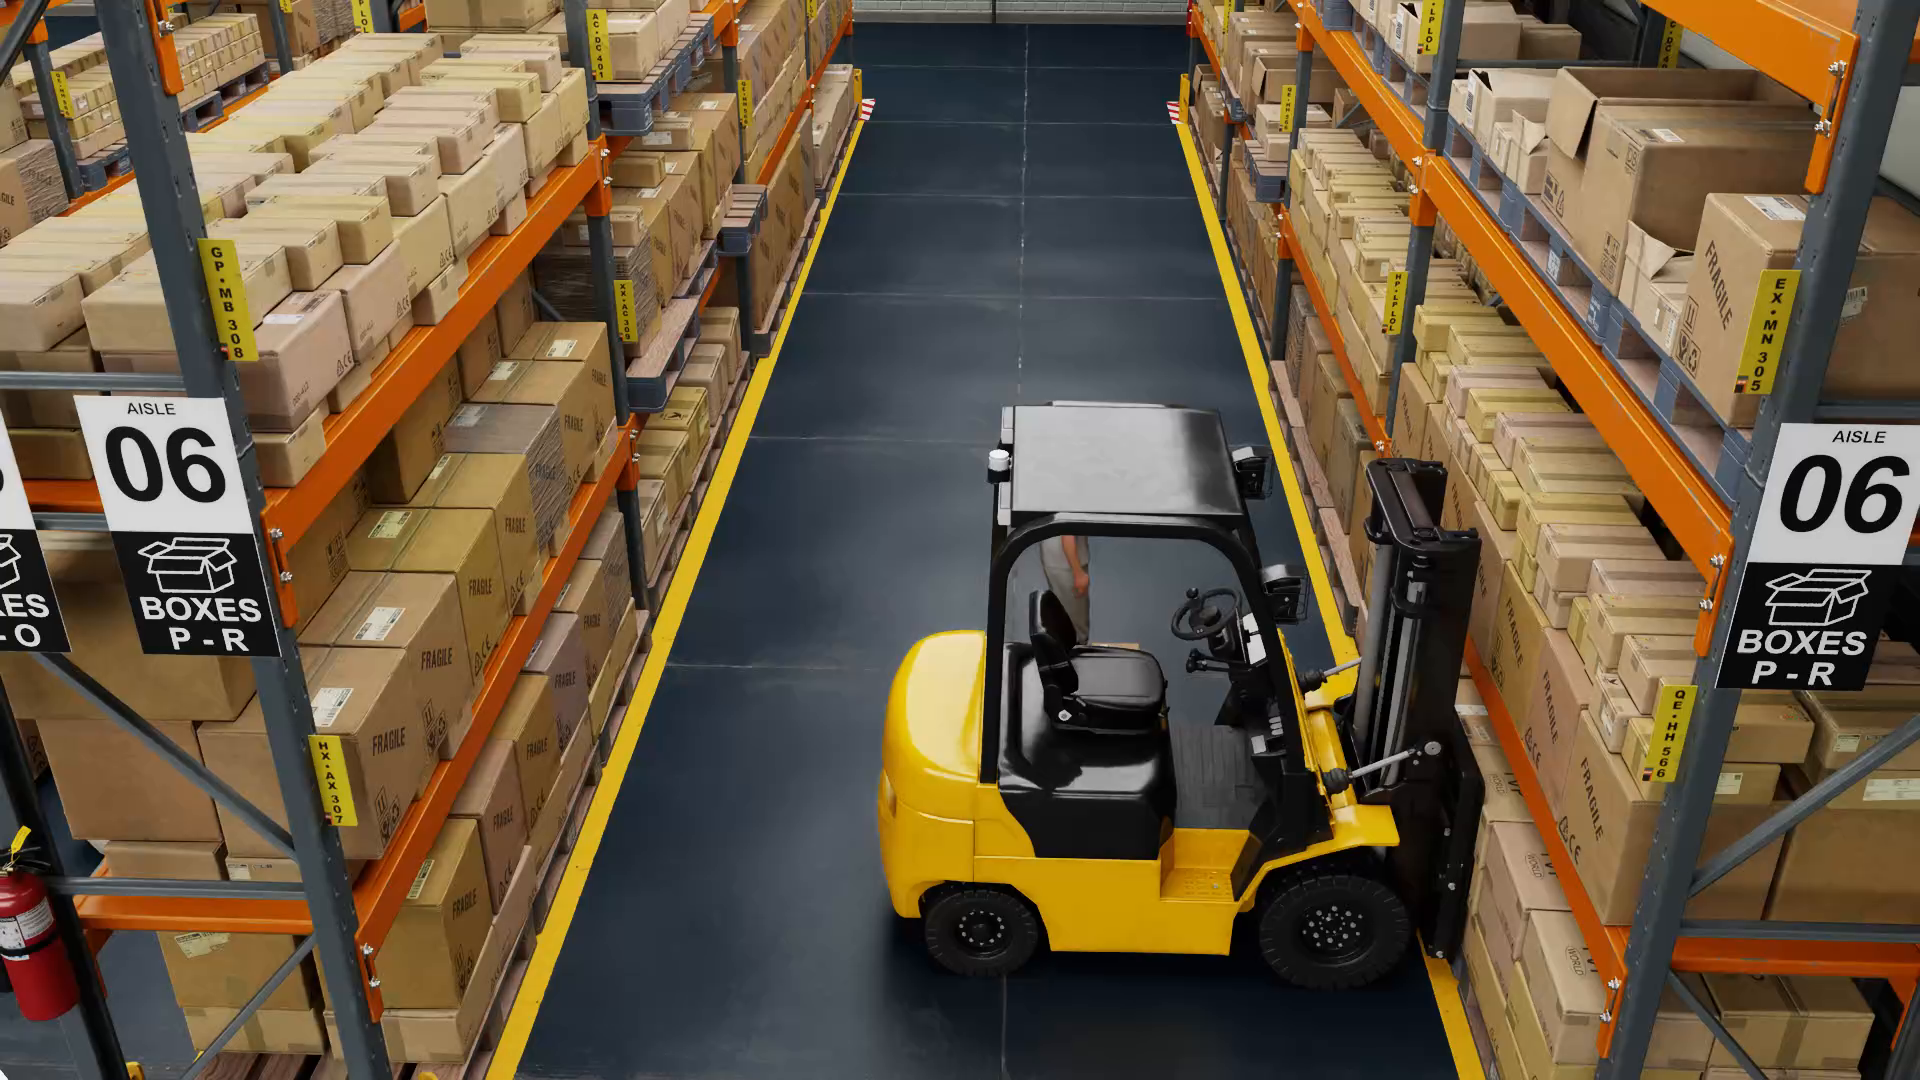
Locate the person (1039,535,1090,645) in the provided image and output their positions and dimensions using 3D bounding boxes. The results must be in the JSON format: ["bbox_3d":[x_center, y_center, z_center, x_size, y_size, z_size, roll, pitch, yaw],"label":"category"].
[{"bbox_3d":[0.576,0.091,8.452,0.357,1.673,0.486,1,28,2],"label":"person"}]
